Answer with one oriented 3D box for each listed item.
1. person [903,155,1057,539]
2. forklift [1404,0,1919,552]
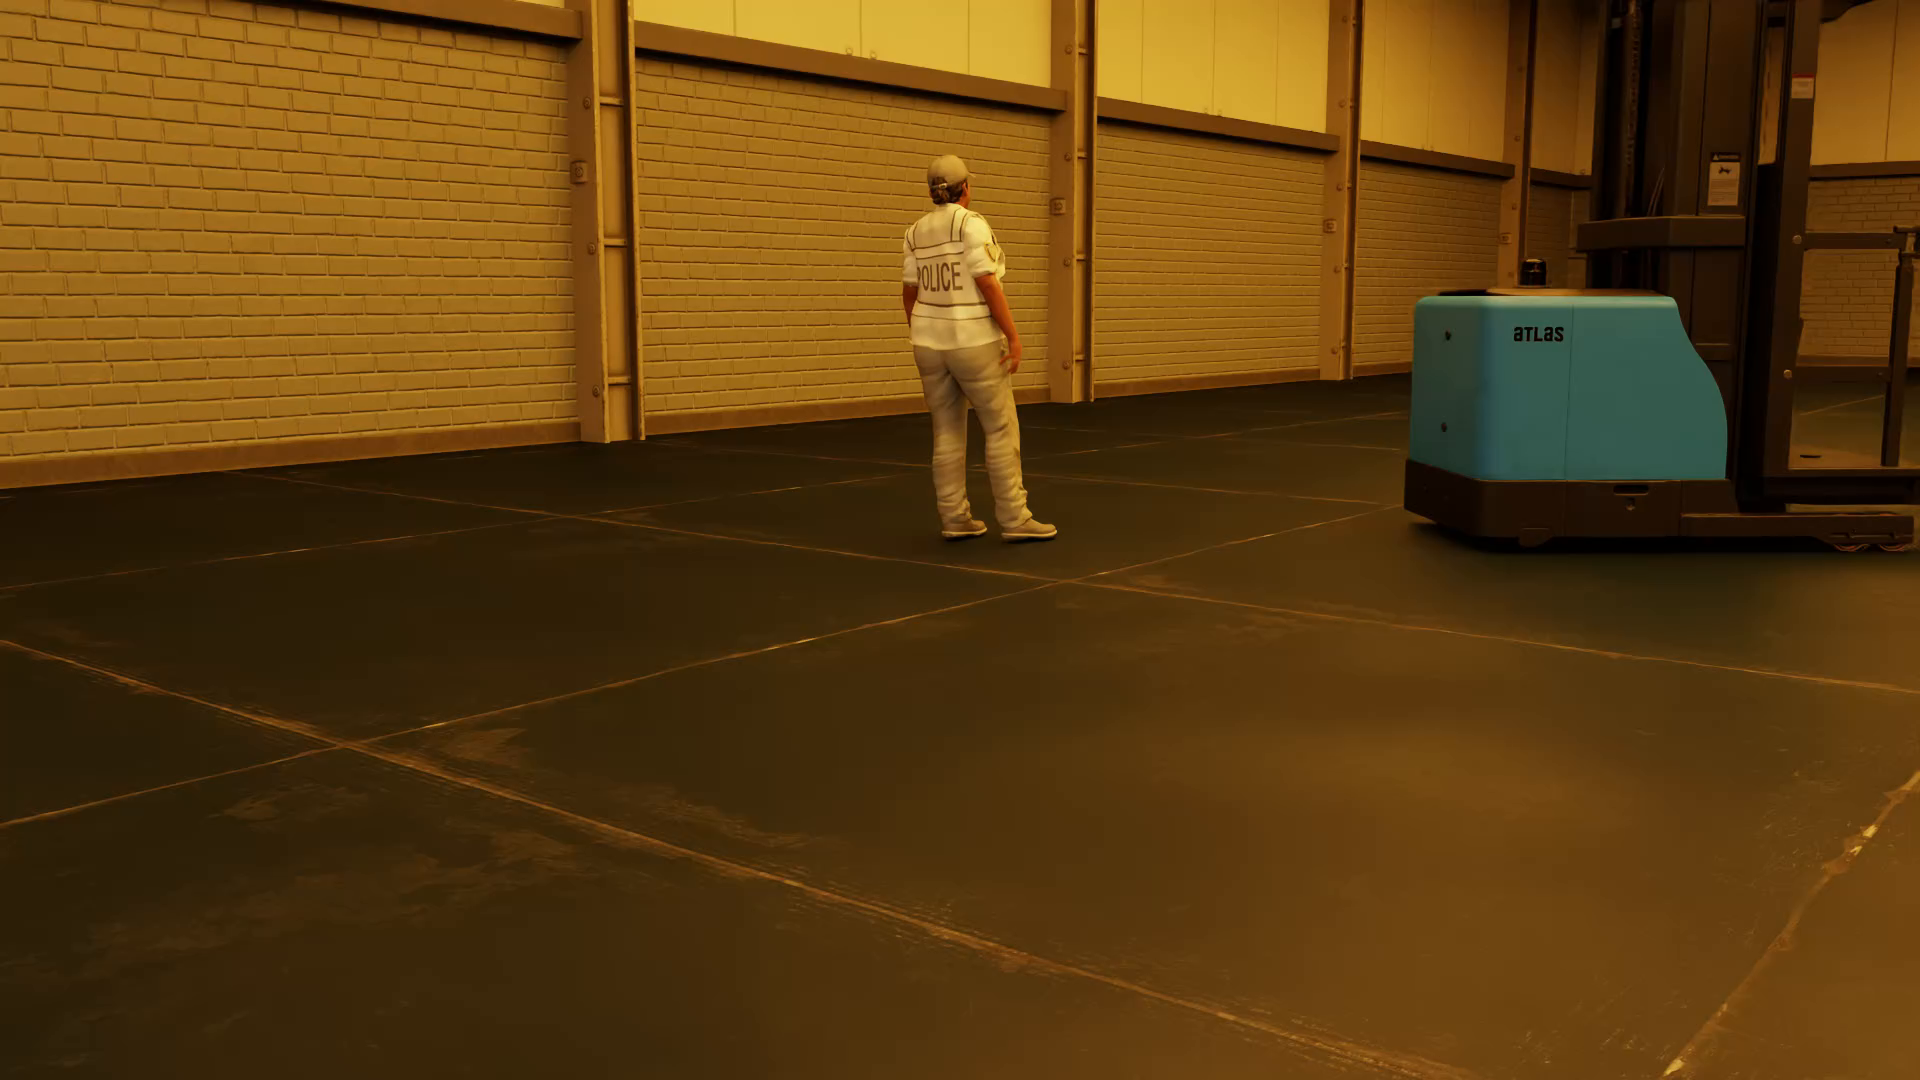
[{"bbox_3d":[0.066,-0.839,7.328,0.598,1.670,0.529,7,11,38],"label":"person"},{"bbox_3d":[3.648,-1.475,7.360,3.031,2.935,1.130,0,8,-3],"label":"forklift"}]
